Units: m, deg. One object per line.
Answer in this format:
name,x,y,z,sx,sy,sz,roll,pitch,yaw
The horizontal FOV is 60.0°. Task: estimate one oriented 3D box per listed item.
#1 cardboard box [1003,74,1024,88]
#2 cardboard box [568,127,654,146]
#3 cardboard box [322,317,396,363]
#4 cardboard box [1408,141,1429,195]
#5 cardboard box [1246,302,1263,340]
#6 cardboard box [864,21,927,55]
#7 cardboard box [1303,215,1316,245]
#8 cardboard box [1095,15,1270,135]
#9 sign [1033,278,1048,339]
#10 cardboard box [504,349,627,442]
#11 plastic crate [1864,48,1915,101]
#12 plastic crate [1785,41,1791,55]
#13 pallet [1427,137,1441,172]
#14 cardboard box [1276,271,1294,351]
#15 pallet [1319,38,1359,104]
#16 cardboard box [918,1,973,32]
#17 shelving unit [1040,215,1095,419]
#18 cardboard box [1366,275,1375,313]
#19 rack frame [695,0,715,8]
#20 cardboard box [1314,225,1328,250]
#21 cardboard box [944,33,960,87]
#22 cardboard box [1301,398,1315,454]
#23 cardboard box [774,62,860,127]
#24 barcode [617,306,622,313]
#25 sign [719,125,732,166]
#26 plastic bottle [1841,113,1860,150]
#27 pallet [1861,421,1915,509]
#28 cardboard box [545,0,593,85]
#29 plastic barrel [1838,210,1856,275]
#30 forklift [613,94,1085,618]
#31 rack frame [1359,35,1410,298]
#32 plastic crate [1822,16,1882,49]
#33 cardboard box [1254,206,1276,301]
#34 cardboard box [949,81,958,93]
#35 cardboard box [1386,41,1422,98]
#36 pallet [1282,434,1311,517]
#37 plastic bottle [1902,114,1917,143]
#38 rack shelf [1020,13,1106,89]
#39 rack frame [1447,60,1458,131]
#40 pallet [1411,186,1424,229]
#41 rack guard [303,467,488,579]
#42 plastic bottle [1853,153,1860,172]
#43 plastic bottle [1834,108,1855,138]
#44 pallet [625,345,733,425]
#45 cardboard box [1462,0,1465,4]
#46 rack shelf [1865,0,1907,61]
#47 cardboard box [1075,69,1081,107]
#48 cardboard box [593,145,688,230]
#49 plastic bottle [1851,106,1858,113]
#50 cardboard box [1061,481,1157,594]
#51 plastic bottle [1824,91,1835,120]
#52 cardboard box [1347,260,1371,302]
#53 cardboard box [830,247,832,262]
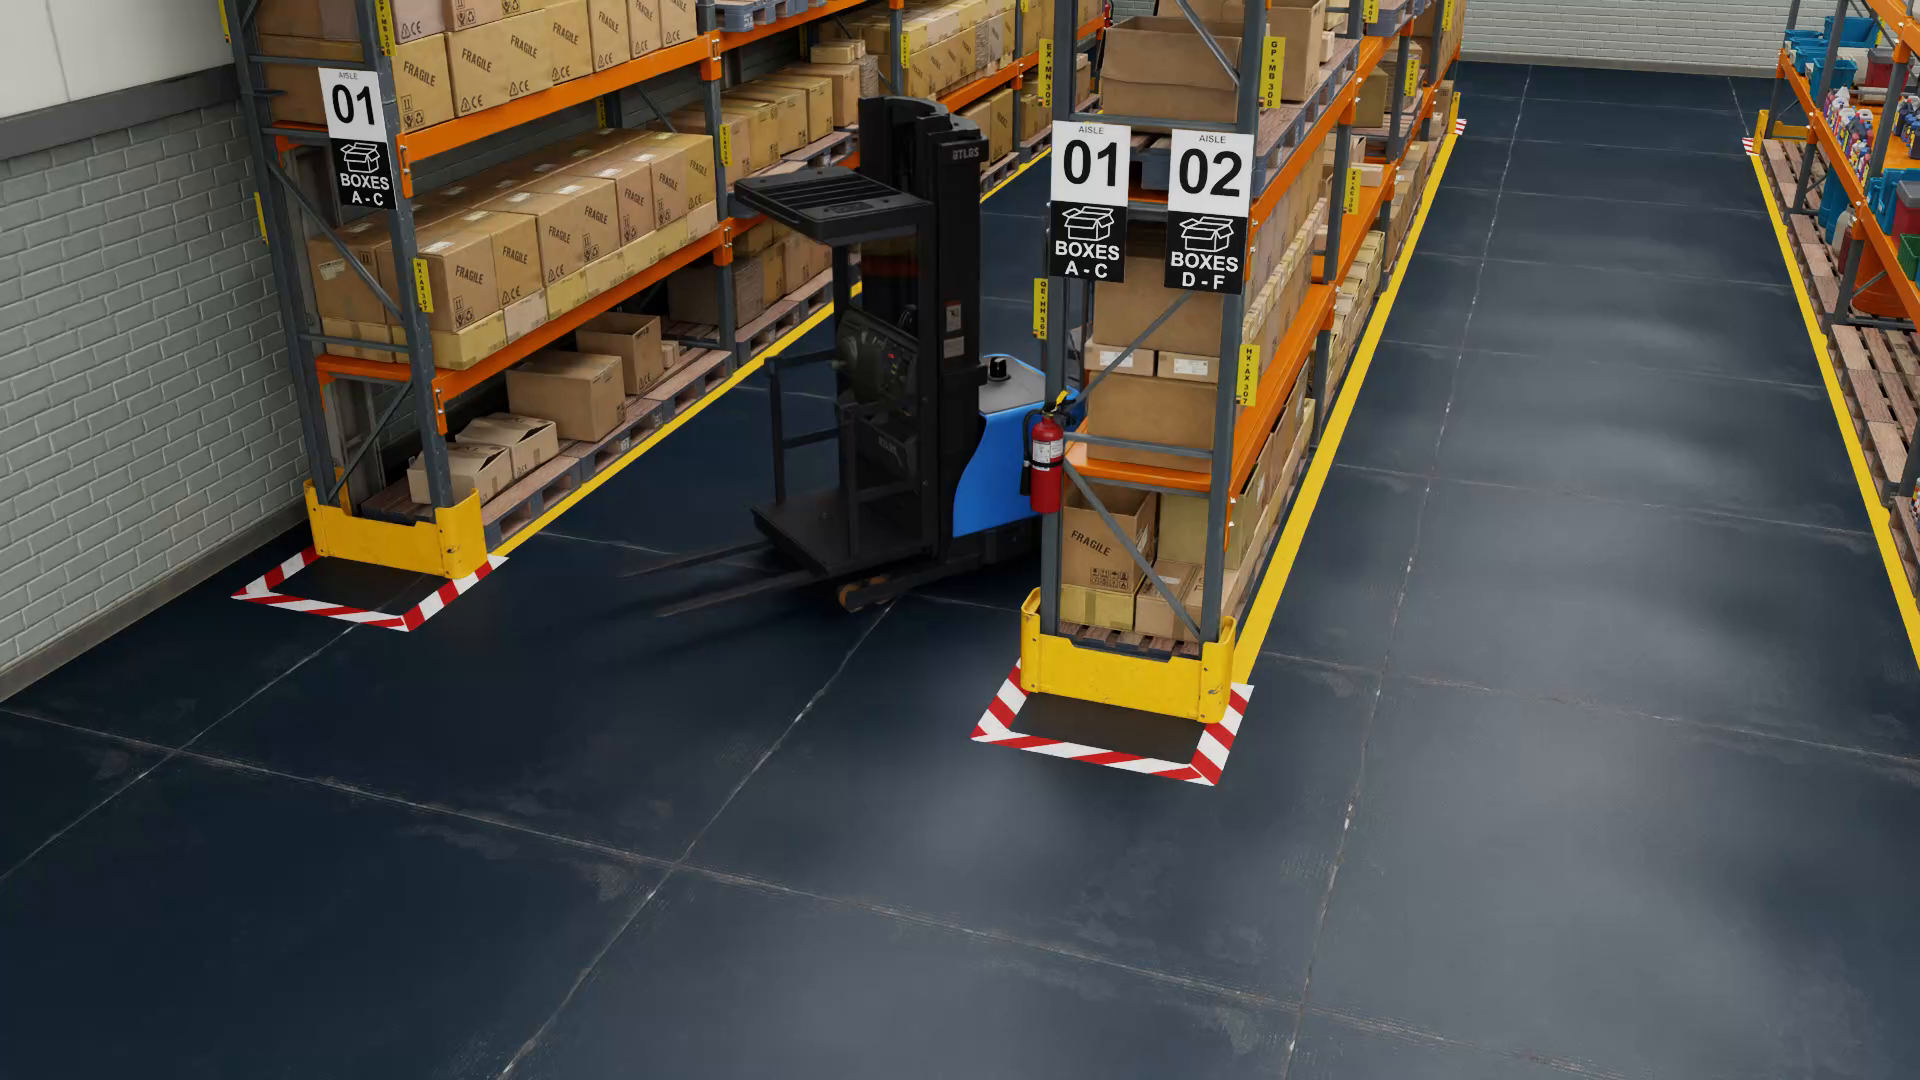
cardboard box,0.633,-6.087,22.022,0.380,0.149,0.250,8,27,16
cardboard box,-2.753,-2.973,13.236,0.500,0.500,0.500,8,27,16
cardboard box,-3.758,-1.374,10.796,0.500,0.250,0.500,9,27,18
cardboard box,5.041,-4.256,18.961,0.500,0.500,0.500,9,27,17
cardboard box,1.531,-1.277,9.587,0.380,0.149,0.250,8,27,17
cardboard box,-0.665,-5.187,17.181,0.500,0.250,0.500,9,27,19
cardboard box,2.215,-2.124,11.337,0.380,0.149,0.250,8,27,16
cardboard box,1.137,-2.380,8.520,0.797,0.503,0.637,11,28,21
sign,0.435,-1.208,8.702,0.100,0.325,0.005,9,27,17
cardboard box,-2.935,-1.085,12.413,0.700,0.500,0.500,7,27,14
plastic crate,10.138,-5.094,18.186,0.402,0.464,0.583,9,27,17
plastic crate,10.359,-6.086,20.611,0.250,0.136,0.298,9,27,17
pallet,5.569,-4.957,21.246,1.003,0.211,1.213,9,27,17
cardboard box,1.791,-1.578,10.952,0.700,0.500,0.500,9,27,18
pallet,2.013,-3.096,10.861,1.003,0.211,1.213,9,27,17
cardboard box,-0.170,-5.813,18.473,0.500,0.250,0.500,8,27,16
shelving unit,0.862,-1.166,11.246,0.503,2.100,0.431,-22,33,-38
cardboard box,3.491,-2.271,15.172,0.500,0.250,0.500,8,27,17
rack frame,-2.400,-5.557,12.400,1.000,3.000,0.127,9,27,17
cardboard box,2.761,-2.361,12.973,0.380,0.149,0.250,9,27,17
cardboard box,-0.316,-5.268,18.210,0.500,0.500,0.500,9,27,17
cardboard box,2.325,-0.869,12.276,0.500,0.250,0.500,9,27,17
cardboard box,-1.376,-4.315,16.101,0.700,0.500,0.500,6,27,13
barcode,-2.806,-1.886,13.700,0.001,0.075,0.075,9,27,17
sign,-1.885,-3.171,13.363,0.100,0.325,0.005,9,27,17
plastic bottle,8.585,-3.929,15.980,0.144,0.351,0.185,9,27,17
pallet,7.167,-0.493,12.026,1.003,0.211,1.213,9,27,17
cardboard box,-2.844,-3.371,11.190,0.500,0.500,0.500,10,28,21
plastic barrel,8.796,-2.835,15.948,0.600,0.588,0.708,9,27,17
forklift,-0.694,-1.136,10.234,3.031,2.935,1.130,-15,30,-29
rack frame,3.604,-3.783,15.622,1.000,3.000,0.127,9,27,17
plastic crate,11.001,-6.229,20.564,0.616,0.435,0.499,9,27,17
cardboard box,1.464,-1.761,9.841,0.700,0.500,0.500,9,27,18
cardboard box,-0.240,-5.130,18.668,0.380,0.149,0.250,9,27,18
cardboard box,4.405,-4.926,17.386,0.700,0.500,0.500,2,26,4
pallet,1.969,-0.564,12.172,1.003,0.211,1.213,9,27,17
plastic bottle,9.321,-4.038,16.296,0.097,0.271,0.097,0,26,0
rack shelf,0.928,-6.642,22.352,1.077,0.370,4.000,9,27,17
rack frame,6.266,-7.071,22.412,1.000,3.000,0.127,9,27,17
pallet,4.700,-3.832,18.923,1.003,0.211,1.213,9,27,17
rack guard,-3.706,-0.119,10.922,1.175,0.500,0.348,9,27,17
plastic bottle,8.236,-3.462,15.186,0.097,0.201,0.097,0,26,0
plastic bottle,8.783,-4.136,16.493,0.152,0.276,0.135,9,27,17
pallet,-2.590,-1.320,13.735,1.003,0.211,1.213,9,27,17
cardboard box,6.210,-7.136,21.283,0.500,0.500,0.500,10,27,19
rack shelf,8.939,-4.912,15.336,1.077,0.370,4.000,9,27,17
cardboard box,1.288,-6.344,23.297,0.700,0.500,0.500,9,27,17
cardboard box,-2.426,-2.690,12.653,0.500,0.500,0.500,9,27,17
plastic bottle,9.094,-4.322,16.963,0.097,0.201,0.097,0,26,0
cardboard box,0.840,-0.048,9.721,0.500,0.500,0.500,9,27,17
plastic bottle,9.036,-4.511,17.259,0.061,0.283,0.133,9,27,17
cardboard box,3.324,-2.315,14.619,0.500,0.311,0.500,9,27,17
cardboard box,-1.540,-3.075,16.522,0.700,0.500,0.500,9,27,17
